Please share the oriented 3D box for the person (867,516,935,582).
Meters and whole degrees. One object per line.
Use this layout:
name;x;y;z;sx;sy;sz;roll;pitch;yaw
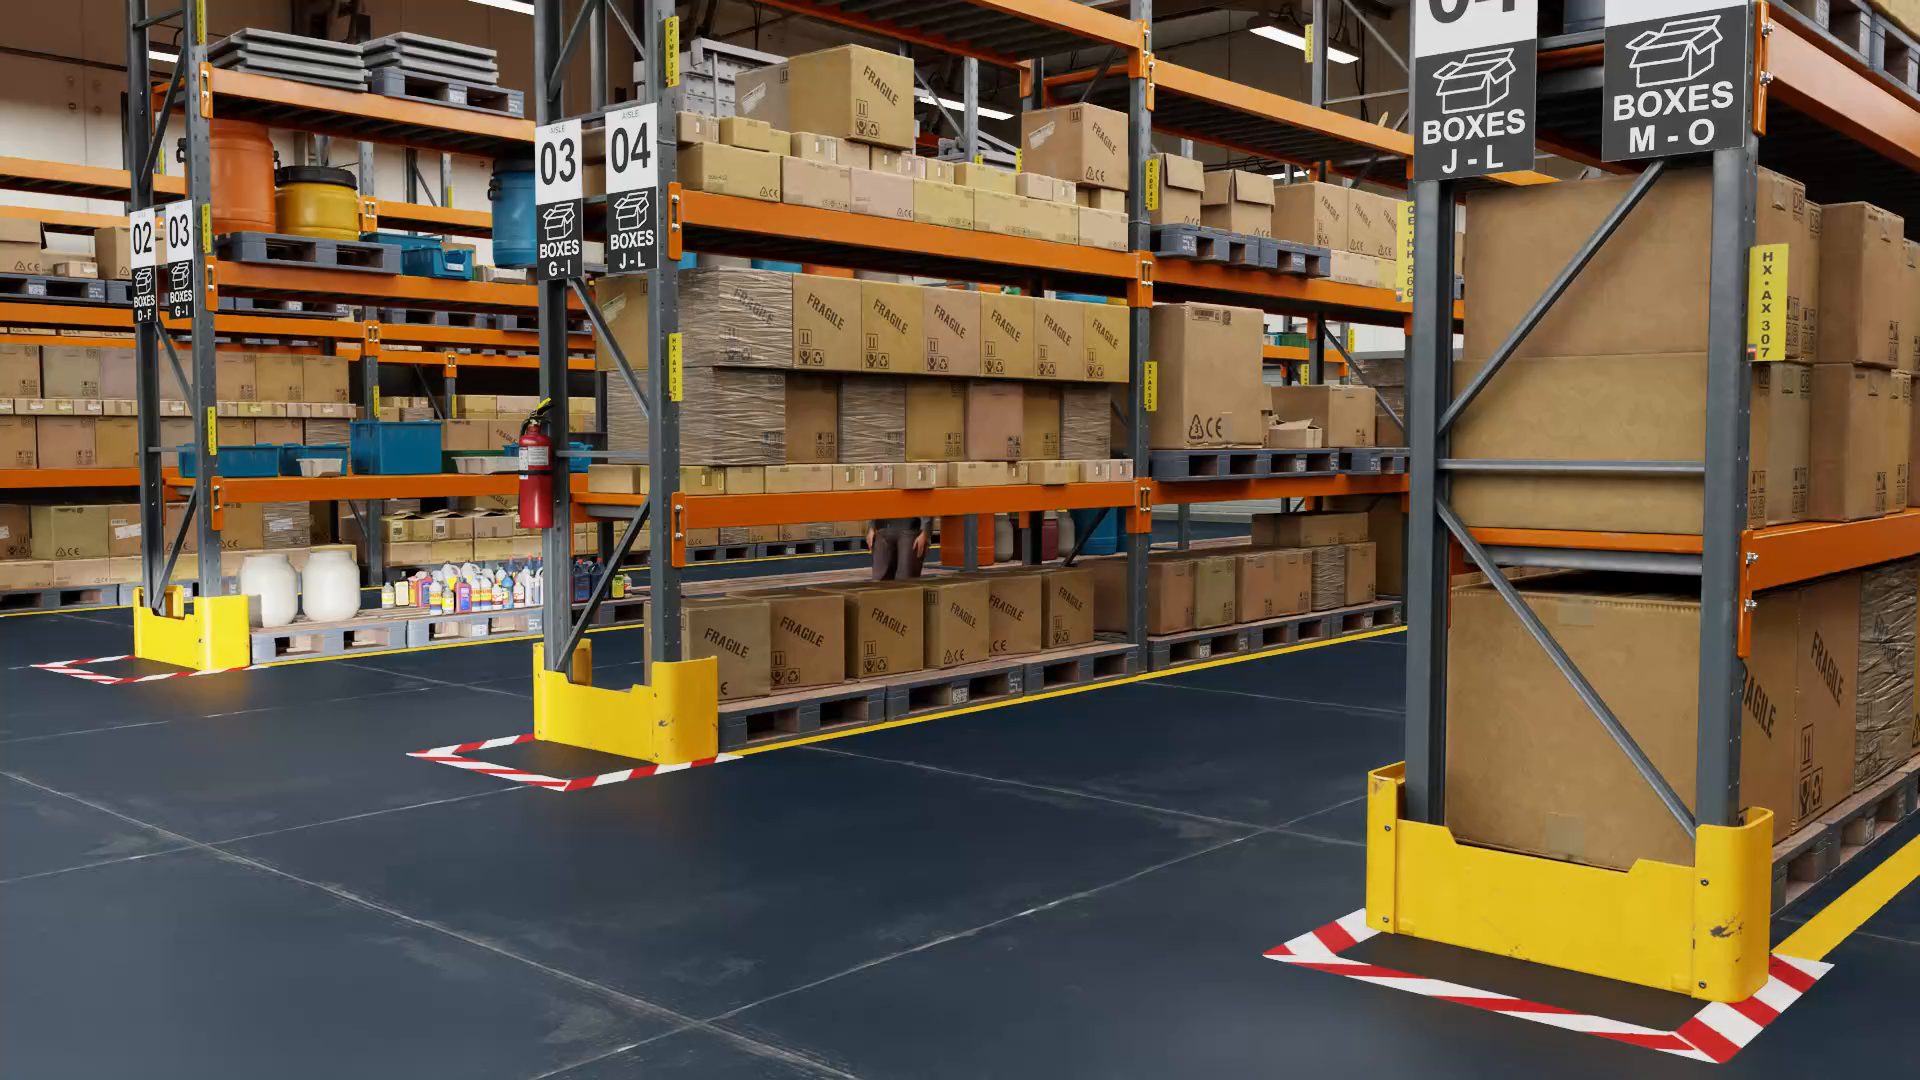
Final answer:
person;-0.435;-0.023;12.323;0.579;1.717;0.424;3;4;38
